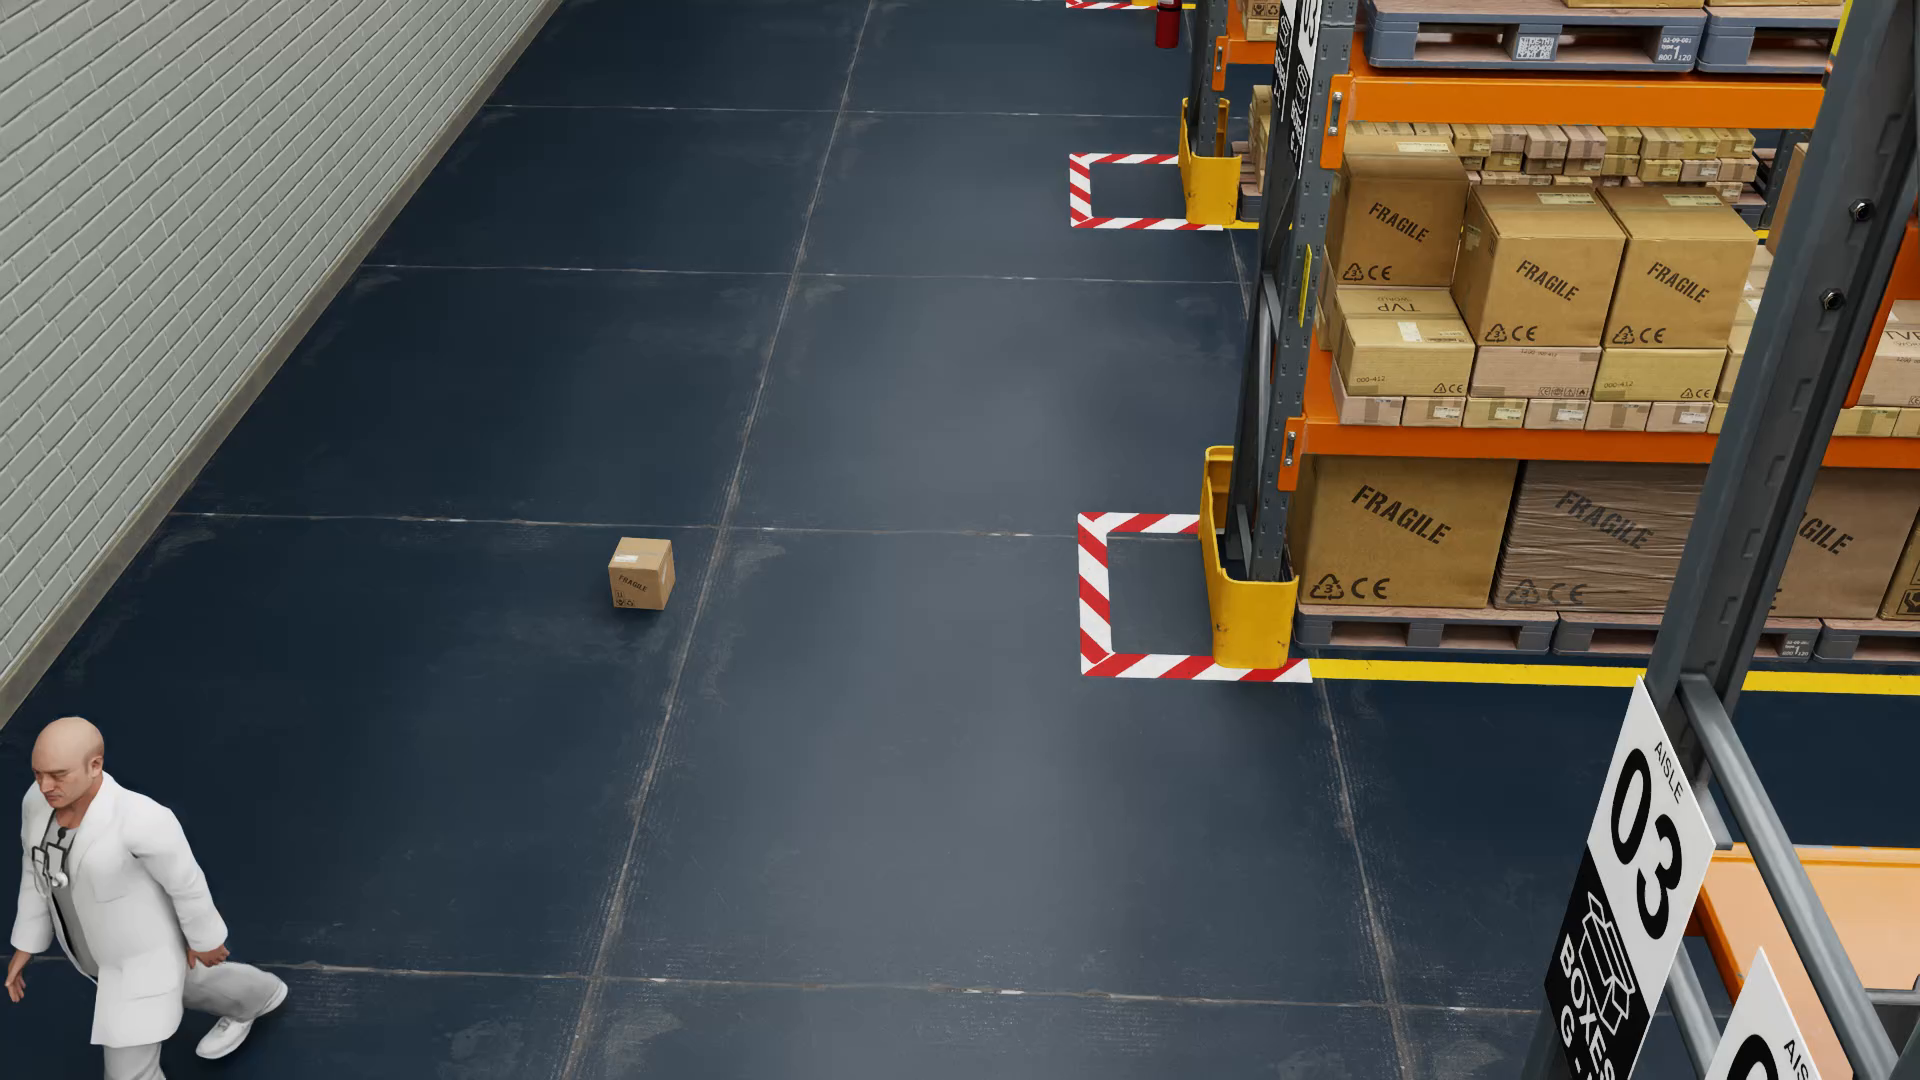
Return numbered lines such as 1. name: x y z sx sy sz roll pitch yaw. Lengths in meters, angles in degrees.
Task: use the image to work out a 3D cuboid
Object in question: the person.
1. person: -2.694 1.310 5.275 0.572 1.731 1.100 16 38 21
